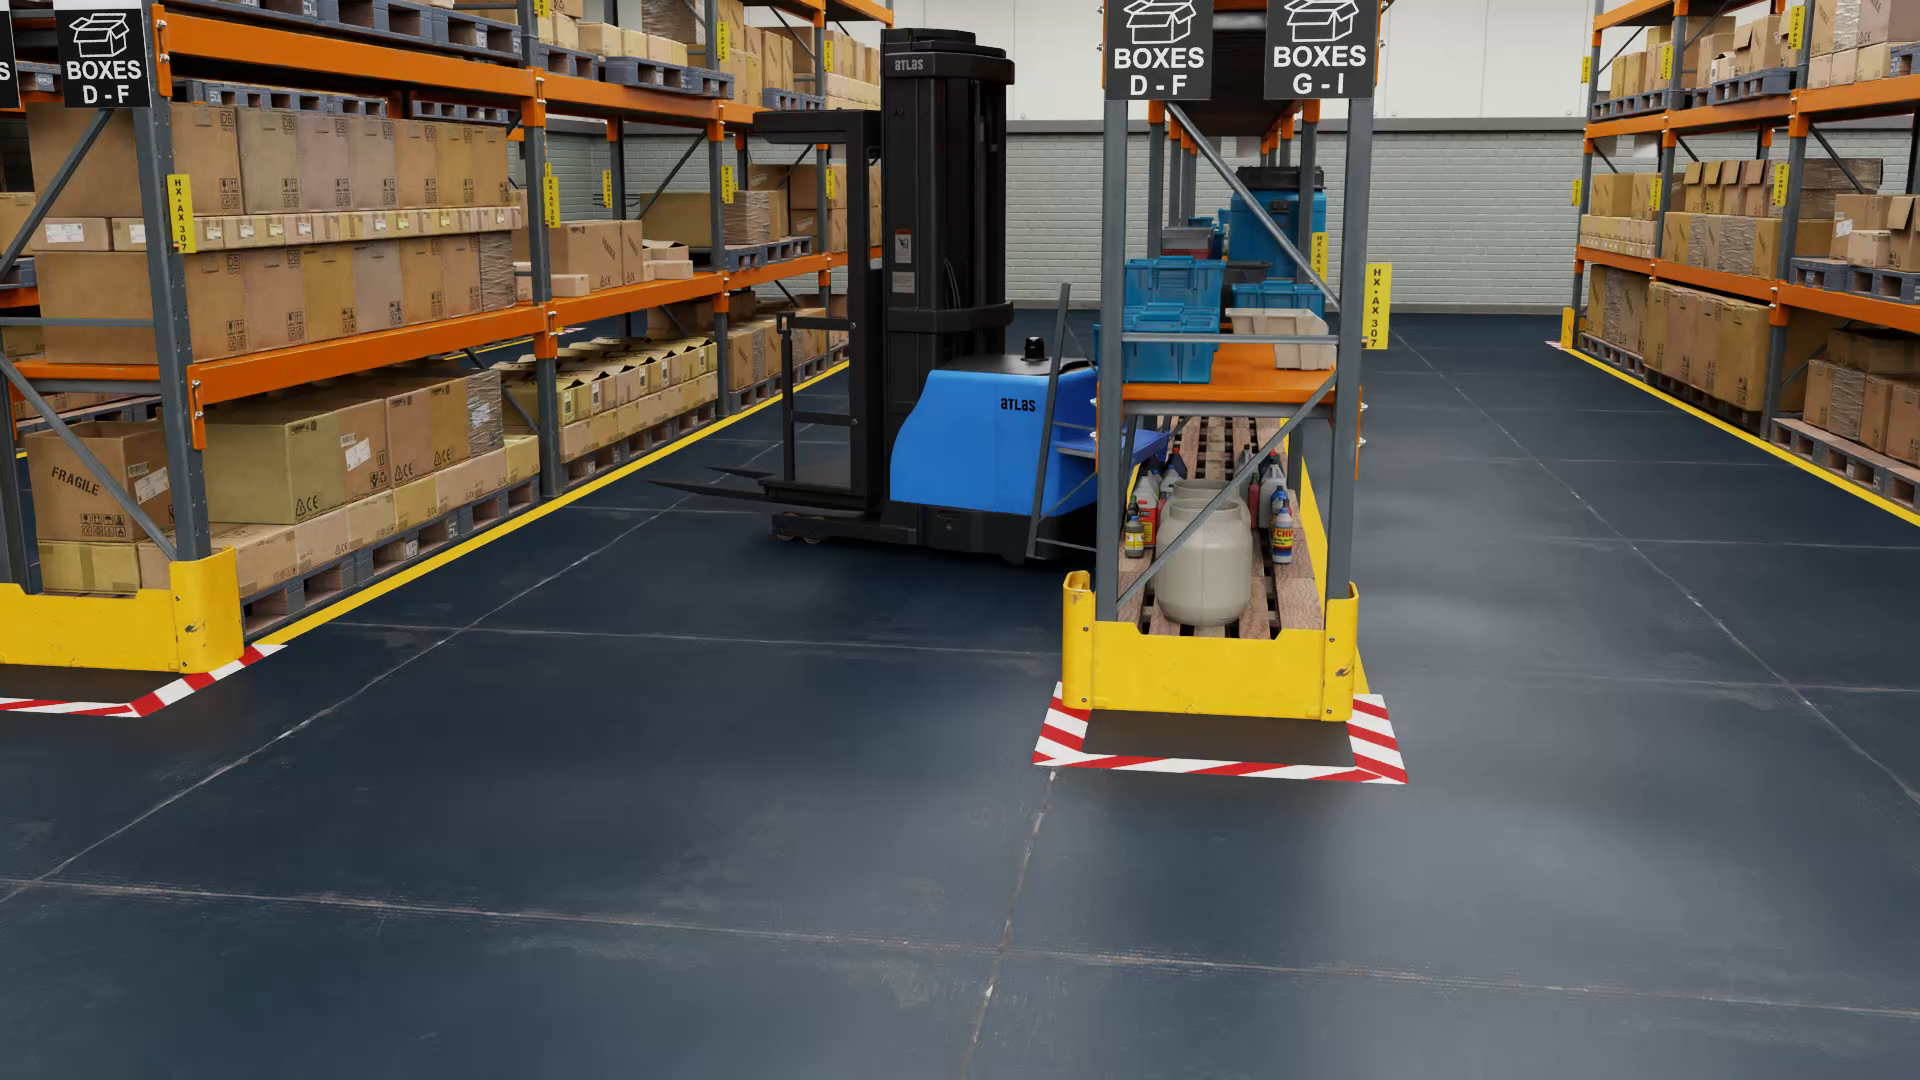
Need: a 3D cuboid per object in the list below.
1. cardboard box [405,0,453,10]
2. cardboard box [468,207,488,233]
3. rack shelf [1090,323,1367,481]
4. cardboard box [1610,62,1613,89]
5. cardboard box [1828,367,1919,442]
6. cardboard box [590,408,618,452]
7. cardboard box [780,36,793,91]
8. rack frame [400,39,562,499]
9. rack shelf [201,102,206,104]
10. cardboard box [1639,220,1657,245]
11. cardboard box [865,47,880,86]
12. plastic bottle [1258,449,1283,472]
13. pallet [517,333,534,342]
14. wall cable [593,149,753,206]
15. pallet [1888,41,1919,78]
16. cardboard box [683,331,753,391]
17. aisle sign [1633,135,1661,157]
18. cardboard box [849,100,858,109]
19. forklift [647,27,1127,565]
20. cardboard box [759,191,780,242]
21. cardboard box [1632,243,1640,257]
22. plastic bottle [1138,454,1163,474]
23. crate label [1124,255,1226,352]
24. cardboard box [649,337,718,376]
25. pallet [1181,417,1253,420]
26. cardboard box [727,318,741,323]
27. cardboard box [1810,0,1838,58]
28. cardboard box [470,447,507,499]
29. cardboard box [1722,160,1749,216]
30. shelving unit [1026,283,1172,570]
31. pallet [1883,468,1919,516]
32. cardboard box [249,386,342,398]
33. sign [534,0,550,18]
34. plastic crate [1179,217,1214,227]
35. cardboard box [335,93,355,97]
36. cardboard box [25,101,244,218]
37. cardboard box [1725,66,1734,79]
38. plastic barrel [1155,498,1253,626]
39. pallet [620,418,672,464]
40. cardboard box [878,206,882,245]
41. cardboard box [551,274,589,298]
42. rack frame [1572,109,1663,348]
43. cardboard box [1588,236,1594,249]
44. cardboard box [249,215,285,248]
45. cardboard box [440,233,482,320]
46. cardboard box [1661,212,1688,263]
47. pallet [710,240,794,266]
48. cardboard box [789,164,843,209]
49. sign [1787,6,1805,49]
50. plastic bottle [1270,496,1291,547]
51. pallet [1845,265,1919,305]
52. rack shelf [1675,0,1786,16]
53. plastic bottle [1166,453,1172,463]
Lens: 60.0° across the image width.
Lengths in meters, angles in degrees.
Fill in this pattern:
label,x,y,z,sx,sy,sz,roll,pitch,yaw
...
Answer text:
label,x,y,z,sx,sy,sz,roll,pitch,yaw
cardboard box,-3.144,-3.129,9.540,0.380,0.149,0.250,2,12,9
cardboard box,-3.137,-1.968,10.229,0.380,0.149,0.250,2,12,7
rack shelf,1.358,-0.842,8.490,1.077,0.370,4.000,2,12,9
cardboard box,8.378,-5.607,20.301,0.700,0.500,0.500,1,12,5
cardboard box,7.019,-1.020,12.494,0.700,0.500,0.500,1,12,4
cardboard box,-2.842,-0.815,12.186,0.500,0.250,0.500,2,12,10
cardboard box,-2.149,-5.104,17.965,0.600,0.600,0.600,1,12,3
rack frame,-3.229,-1.772,11.094,1.000,3.000,0.127,2,12,9
rack shelf,-7.201,-4.295,17.391,1.077,0.370,4.000,2,12,9
cardboard box,7.598,-3.288,17.779,0.500,0.250,0.500,2,12,8
cardboard box,-1.446,-6.166,21.755,0.700,0.500,0.500,2,12,9
plastic bottle,1.851,-0.387,9.913,0.144,0.351,0.185,2,12,7
pallet,-6.324,-2.897,22.936,1.003,0.211,1.213,2,12,9
wall cable,-5.055,-7.010,28.531,3.097,2.526,0.112,2,12,9
pallet,6.916,-3.166,10.888,1.213,0.211,1.003,2,12,9
cardboard box,-2.261,-1.683,15.572,0.500,0.500,0.500,2,12,11
aisle sign,8.712,-5.224,20.943,0.394,0.787,0.004,2,12,9
cardboard box,-1.520,-5.131,19.919,0.500,0.250,0.500,2,12,9
forklift,-0.541,-1.498,9.989,3.031,2.935,1.130,7,14,29
cardboard box,-2.209,-3.321,17.051,0.700,0.500,0.500,-1,12,-6
cardboard box,7.592,-3.174,18.196,0.380,0.149,0.250,2,12,8
plastic bottle,1.131,-0.376,9.861,0.144,0.351,0.185,2,12,10
crate label,1.066,-1.187,8.297,0.502,0.435,0.616,2,12,9
cardboard box,-2.451,-1.623,14.601,0.500,0.311,0.500,2,12,10
pallet,2.361,-1.245,15.271,1.003,0.211,1.213,2,12,9
cardboard box,-2.547,-2.017,17.121,0.500,0.500,0.500,1,12,7
cardboard box,6.848,-3.953,12.671,0.500,0.500,0.500,2,12,9
cardboard box,-3.171,-0.425,10.377,0.500,0.250,0.500,2,12,9
cardboard box,7.503,-3.249,15.330,0.797,0.503,0.637,2,12,10
shelving unit,0.851,-0.683,9.387,0.538,1.500,1.048,11,13,16
pallet,6.678,-0.249,10.647,1.003,0.211,1.213,2,12,9
cardboard box,-3.838,-0.601,9.411,0.500,0.500,0.500,2,12,9
sign,-2.680,-3.512,10.634,0.100,0.325,0.005,2,12,9
plastic crate,2.630,-3.406,18.571,0.392,0.384,0.575,2,12,9
cardboard box,-7.137,-5.147,18.356,0.700,0.500,0.500,1,12,6
cardboard box,-3.751,-1.730,7.584,0.700,0.500,0.500,2,12,9
cardboard box,7.412,-4.359,15.579,0.380,0.149,0.250,1,12,6
plastic barrel,1.076,0.094,7.347,0.421,0.512,0.421,0,12,0
pallet,-2.969,-0.818,13.287,1.003,0.211,1.213,2,12,9
cardboard box,-1.259,-4.108,21.700,0.500,0.500,0.500,2,12,9
cardboard box,-2.890,-1.827,11.946,0.380,0.149,0.250,2,12,9
rack frame,8.405,-3.948,21.192,1.000,3.000,0.127,2,12,9
cardboard box,7.947,-3.655,20.430,0.380,0.149,0.250,2,12,7
cardboard box,-3.493,-1.487,7.995,0.380,0.149,0.250,2,12,9
cardboard box,-3.365,-1.618,10.144,0.700,0.500,0.500,2,12,8
cardboard box,7.472,-3.076,16.911,0.500,0.500,0.500,2,12,9
pallet,-2.319,-2.916,16.857,1.003,0.211,1.213,2,12,9
cardboard box,-1.648,-4.064,19.119,0.500,0.500,0.500,2,12,10
sign,6.627,-4.060,13.178,0.100,0.325,0.005,2,12,9
plastic bottle,1.690,-0.098,8.759,0.097,0.271,0.097,0,12,0
pallet,6.910,-1.775,11.567,1.003,0.211,1.213,2,12,9
rack shelf,7.482,-5.084,14.883,1.077,0.370,4.000,2,12,9
plastic bottle,1.266,-0.374,10.012,0.061,0.283,0.133,2,12,9
